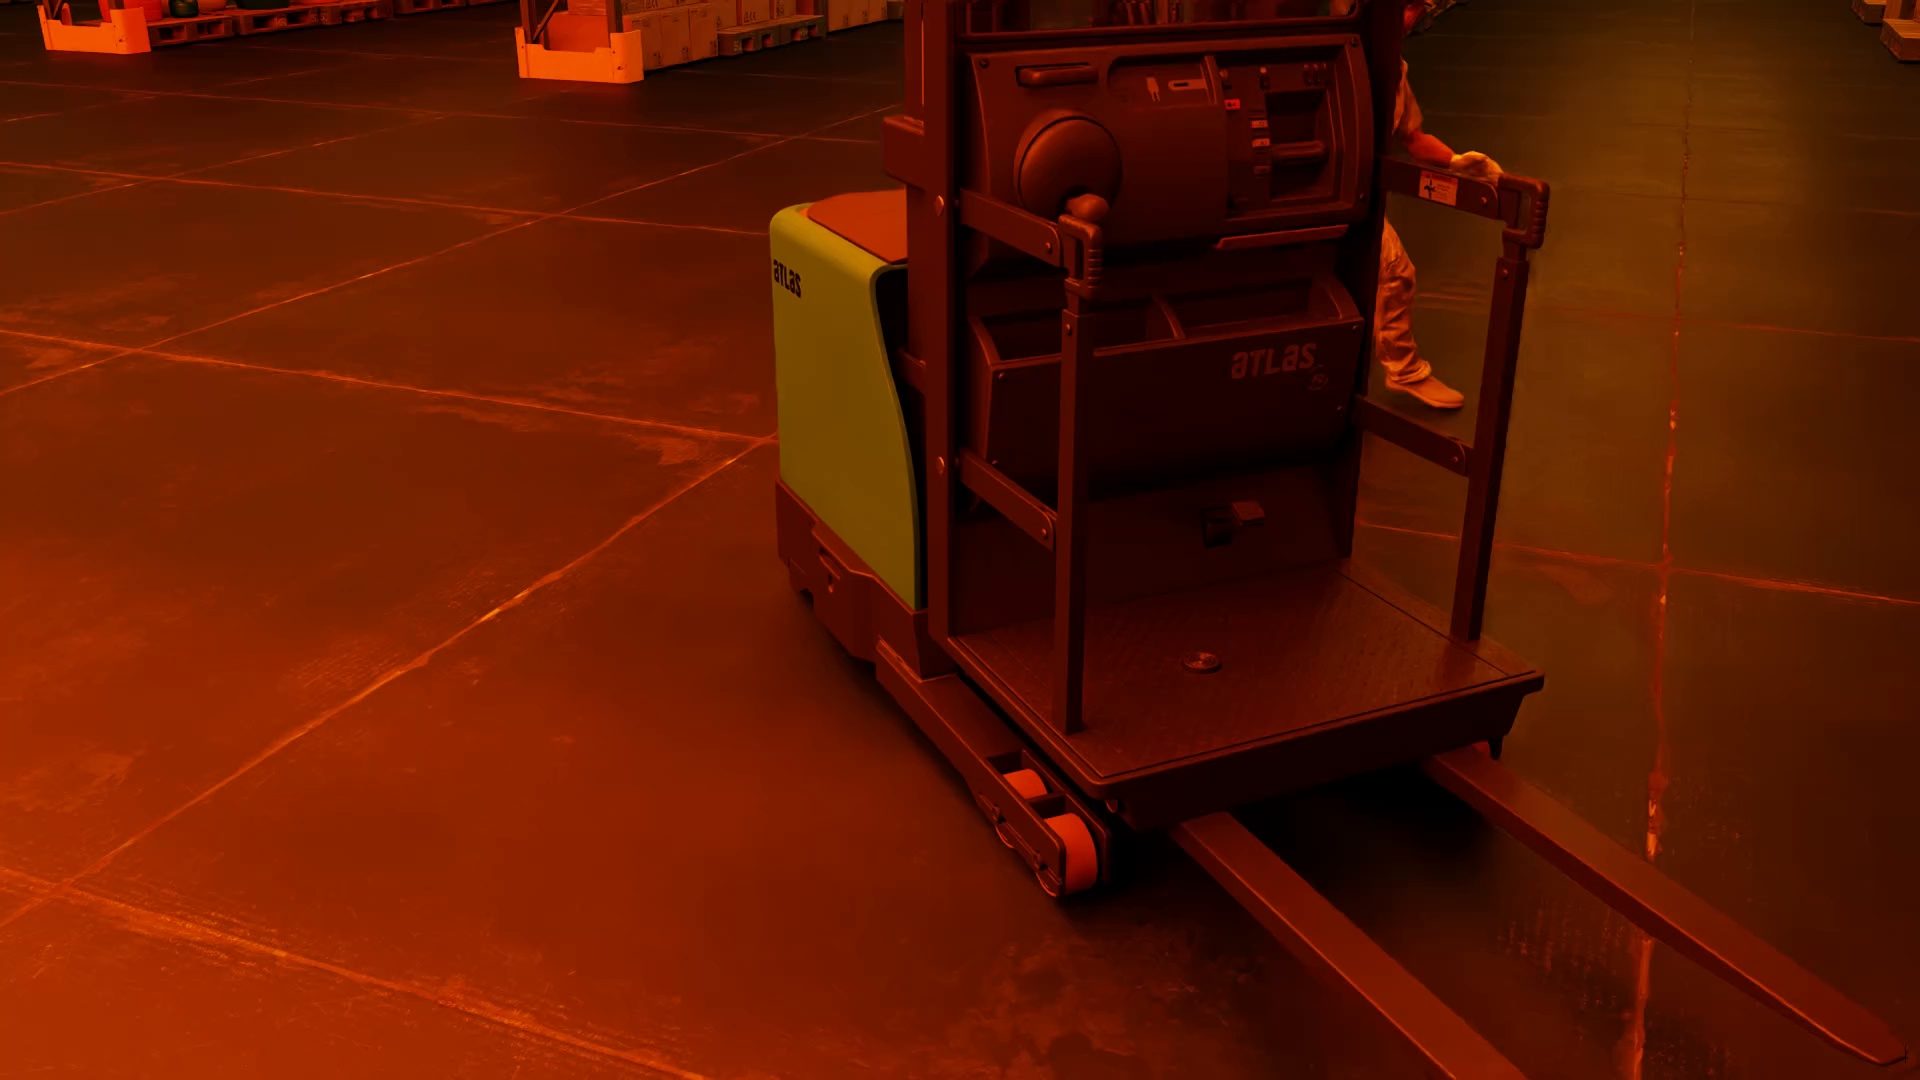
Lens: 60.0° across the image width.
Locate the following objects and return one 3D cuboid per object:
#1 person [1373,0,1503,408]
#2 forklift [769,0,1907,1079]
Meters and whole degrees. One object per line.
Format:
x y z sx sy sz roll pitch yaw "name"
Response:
1.509 -1.233 5.948 0.810 1.613 0.808 8 24 18 "person"
0.548 -0.821 3.257 1.130 2.935 3.031 -10 25 -23 "forklift"
